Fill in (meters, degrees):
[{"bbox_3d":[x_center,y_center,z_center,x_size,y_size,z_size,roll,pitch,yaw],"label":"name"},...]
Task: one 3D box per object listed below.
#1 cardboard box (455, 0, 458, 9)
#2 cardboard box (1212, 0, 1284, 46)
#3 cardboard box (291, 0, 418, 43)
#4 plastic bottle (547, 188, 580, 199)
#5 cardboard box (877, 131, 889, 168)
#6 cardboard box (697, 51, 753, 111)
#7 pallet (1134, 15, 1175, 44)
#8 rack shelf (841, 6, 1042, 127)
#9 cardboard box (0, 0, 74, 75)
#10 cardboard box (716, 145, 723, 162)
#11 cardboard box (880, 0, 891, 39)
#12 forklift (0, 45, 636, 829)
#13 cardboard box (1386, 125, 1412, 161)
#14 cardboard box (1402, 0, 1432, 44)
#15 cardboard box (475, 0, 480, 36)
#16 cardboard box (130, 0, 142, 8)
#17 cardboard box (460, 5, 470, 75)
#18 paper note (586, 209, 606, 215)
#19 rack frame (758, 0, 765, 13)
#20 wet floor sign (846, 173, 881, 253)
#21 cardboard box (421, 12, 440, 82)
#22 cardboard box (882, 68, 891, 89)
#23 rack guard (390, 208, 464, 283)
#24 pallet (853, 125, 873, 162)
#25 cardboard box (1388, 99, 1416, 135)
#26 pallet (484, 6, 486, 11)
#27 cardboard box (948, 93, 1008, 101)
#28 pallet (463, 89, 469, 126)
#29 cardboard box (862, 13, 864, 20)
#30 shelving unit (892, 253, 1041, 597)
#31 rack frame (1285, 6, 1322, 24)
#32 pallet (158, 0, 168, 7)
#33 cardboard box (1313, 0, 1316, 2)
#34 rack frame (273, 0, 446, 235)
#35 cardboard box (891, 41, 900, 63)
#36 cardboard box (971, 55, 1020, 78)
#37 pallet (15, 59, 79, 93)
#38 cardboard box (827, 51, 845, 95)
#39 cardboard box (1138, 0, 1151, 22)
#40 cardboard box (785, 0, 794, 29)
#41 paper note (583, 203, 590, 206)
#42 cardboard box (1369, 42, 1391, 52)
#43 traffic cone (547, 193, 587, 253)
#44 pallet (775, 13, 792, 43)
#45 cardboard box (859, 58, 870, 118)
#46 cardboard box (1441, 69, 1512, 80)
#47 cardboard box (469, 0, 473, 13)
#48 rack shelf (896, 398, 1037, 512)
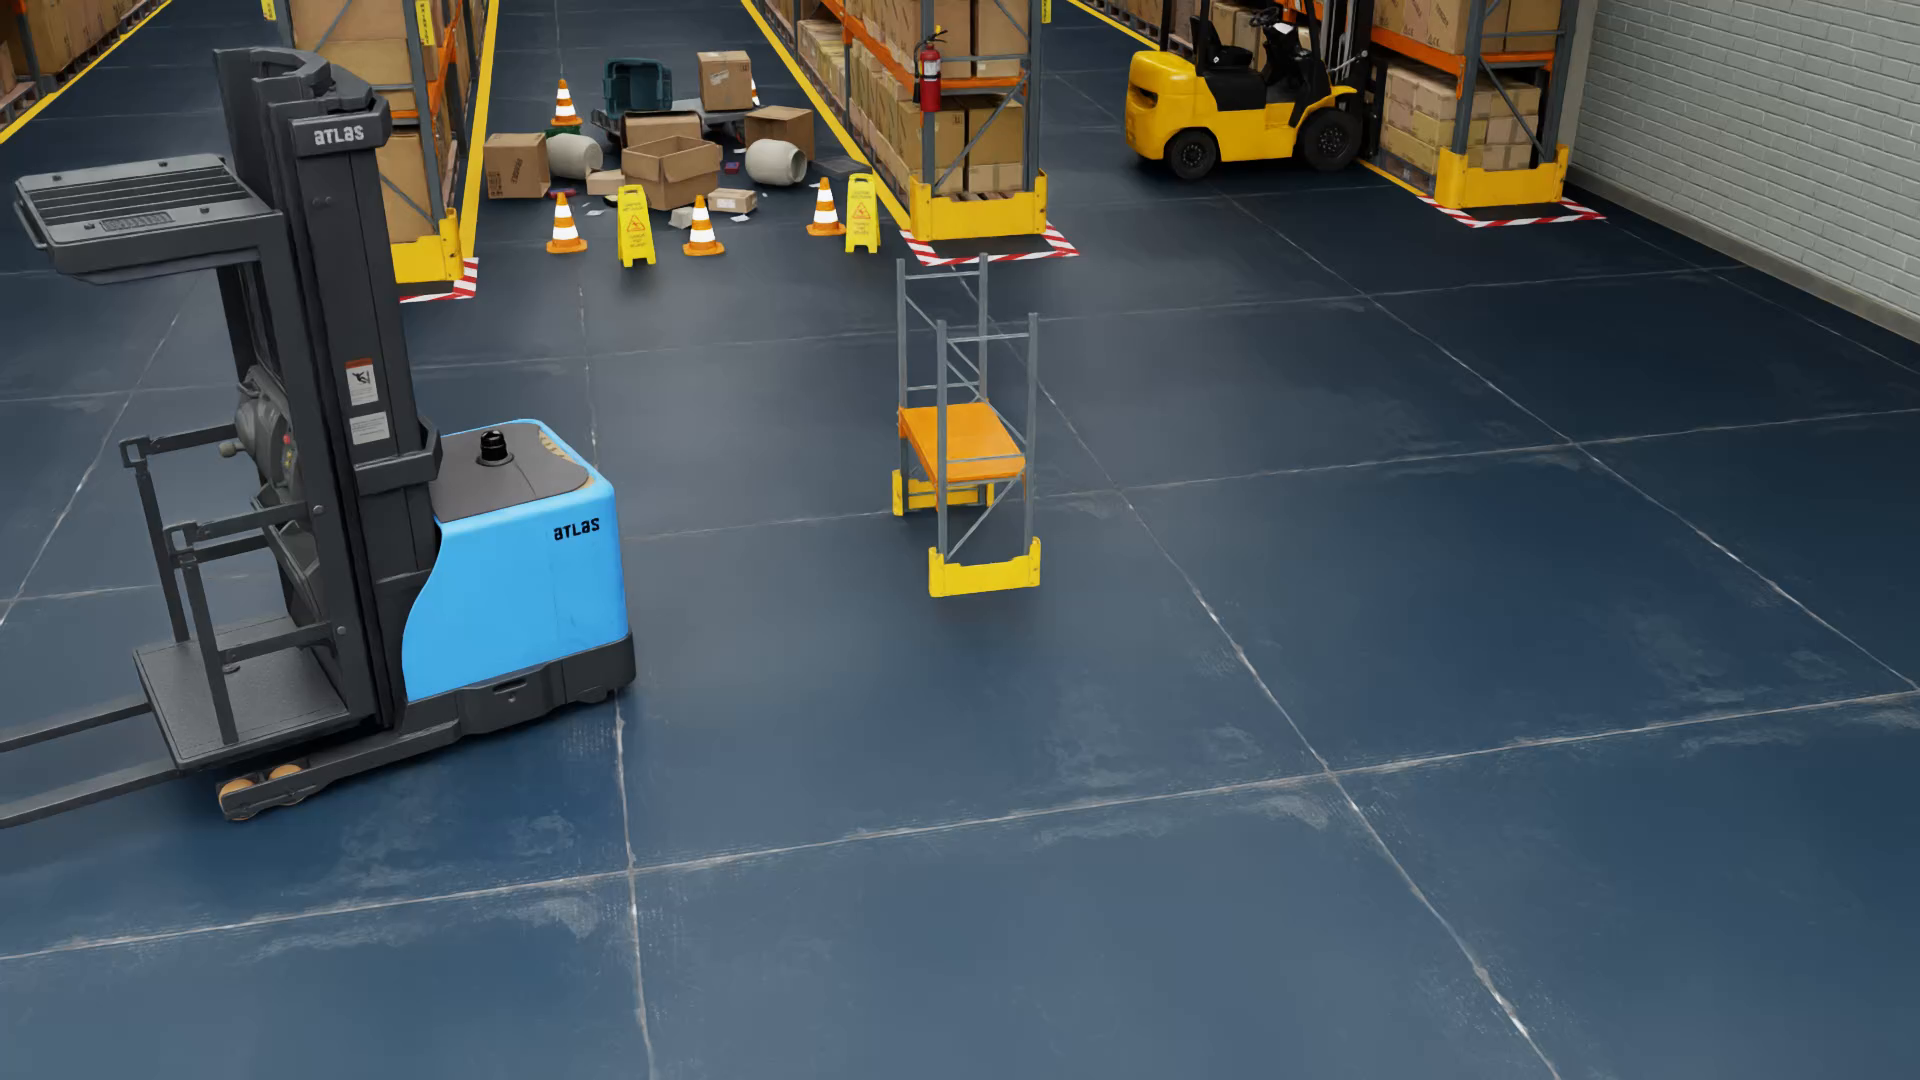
[{"bbox_3d":[-5.495,-5.747,17.197,0.500,0.500,0.500,-6,27,-11],"label":"cardboard box"},{"bbox_3d":[3.644,-6.302,20.576,0.875,0.625,0.625,-7,28,-14],"label":"cardboard box"},{"bbox_3d":[-4.668,-4.183,12.843,0.875,0.550,0.550,-6,27,-12],"label":"cardboard box"},{"bbox_3d":[-3.732,-3.265,15.651,0.283,0.061,0.133,-16,31,-29],"label":"plastic bottle"},{"bbox_3d":[-0.499,-3.759,15.954,0.500,0.250,0.500,-7,28,-13],"label":"cardboard box"},{"bbox_3d":[-2.451,-4.798,17.361,0.500,0.500,0.500,-6,27,-12],"label":"cardboard box"},{"bbox_3d":[3.078,-7.118,23.119,1.003,0.211,1.213,-6,27,-12],"label":"pallet"},{"bbox_3d":[-0.273,-4.571,15.775,1.077,0.370,4.000,-6,27,-12],"label":"rack shelf"},{"bbox_3d":[-11.416,-6.064,19.826,1.225,0.875,0.875,-7,28,-14],"label":"cardboard box"},{"bbox_3d":[-2.632,-3.974,16.828,0.396,0.266,0.258,19,32,32],"label":"cardboard box"},{"bbox_3d":[-0.431,-4.842,15.073,0.500,0.500,0.500,-6,27,-12],"label":"cardboard box"},{"bbox_3d":[-3.037,-0.412,6.813,3.031,2.935,1.130,-16,31,-29],"label":"forklift"},{"bbox_3d":[4.496,-3.873,16.180,0.500,0.250,0.500,-6,27,-12],"label":"cardboard box"},{"bbox_3d":[4.538,-4.982,15.681,0.500,0.500,0.500,-5,27,-10],"label":"cardboard box"},{"bbox_3d":[-6.573,-6.832,21.765,0.500,0.500,0.500,-7,28,-13],"label":"cardboard box"},{"bbox_3d":[-12.456,-8.208,24.074,0.875,0.875,0.875,-6,27,-12],"label":"cardboard box"},{"bbox_3d":[-6.376,-5.886,19.612,1.050,0.750,0.750,-6,27,-12],"label":"cardboard box"},{"bbox_3d":[-3.312,-2.983,15.128,0.144,0.017,0.142,3,27,6],"label":"paper note"},{"bbox_3d":[-2.527,-9.282,24.311,1.000,3.000,0.127,-6,27,-12],"label":"rack frame"},{"bbox_3d":[-0.822,-2.771,14.024,0.267,0.644,0.232,3,27,6],"label":"wet floor sign"},{"bbox_3d":[-4.899,-4.190,14.056,0.875,0.550,0.550,-6,27,-12],"label":"cardboard box"},{"bbox_3d":[-0.517,-4.304,15.482,0.380,0.149,0.250,-5,27,-9],"label":"cardboard box"},{"bbox_3d":[-4.617,-2.340,13.332,1.175,0.500,0.348,-6,27,-12],"label":"rack guard"},{"bbox_3d":[-0.538,-4.234,17.404,1.003,0.211,1.213,-6,27,-12],"label":"pallet"},{"bbox_3d":[4.496,-4.106,16.087,0.500,0.250,0.500,-6,27,-12],"label":"cardboard box"},{"bbox_3d":[-7.513,-7.781,24.432,1.003,0.211,1.213,-6,27,-12],"label":"pallet"},{"bbox_3d":[0.137,-3.930,15.461,0.500,0.500,0.500,-7,28,-14],"label":"cardboard box"},{"bbox_3d":[-6.050,-4.846,18.616,1.003,0.211,1.213,-6,27,-12],"label":"pallet"},{"bbox_3d":[-0.769,-5.268,16.636,0.380,0.149,0.250,-6,27,-12],"label":"cardboard box"},{"bbox_3d":[0.017,-0.636,8.846,0.587,1.500,1.083,-6,27,-12],"label":"shelving unit"},{"bbox_3d":[4.111,-6.276,18.354,1.000,3.000,0.127,-6,27,-12],"label":"rack frame"},{"bbox_3d":[-12.827,-8.444,25.745,1.003,0.211,1.213,-6,27,-12],"label":"pallet"},{"bbox_3d":[3.957,-6.099,17.893,0.500,0.500,0.500,-7,28,-13],"label":"cardboard box"},{"bbox_3d":[-4.622,-3.467,12.790,1.000,3.000,0.127,-6,27,-12],"label":"rack frame"},{"bbox_3d":[-0.405,-4.369,14.856,0.380,0.149,0.250,-5,27,-11],"label":"cardboard box"},{"bbox_3d":[0.303,-4.072,14.267,0.380,0.149,0.250,-6,27,-11],"label":"cardboard box"},{"bbox_3d":[-11.385,-5.629,20.167,1.003,0.211,1.213,-6,27,-12],"label":"pallet"},{"bbox_3d":[-1.010,-5.330,18.930,0.950,0.372,0.625,-4,27,-8],"label":"cardboard box"},{"bbox_3d":[2.802,-7.488,23.064,0.500,0.500,0.500,-6,27,-12],"label":"cardboard box"},{"bbox_3d":[-1.897,-7.469,22.610,0.875,0.875,0.875,-6,27,-11],"label":"cardboard box"},{"bbox_3d":[-3.459,-3.105,15.391,0.032,0.001,0.123,8,28,15],"label":"paper note"},{"bbox_3d":[4.143,-4.995,17.293,0.500,0.250,0.500,-5,27,-10],"label":"cardboard box"},{"bbox_3d":[-3.359,-2.712,14.109,0.336,0.463,0.334,-6,27,-12],"label":"traffic cone"},{"bbox_3d":[-2.001,-7.169,23.220,1.003,0.211,1.213,-6,27,-12],"label":"pallet"},{"bbox_3d":[-0.722,-4.544,16.678,0.500,0.500,0.500,-5,27,-10],"label":"cardboard box"},{"bbox_3d":[4.973,-4.375,16.065,0.500,0.250,0.500,-6,27,-12],"label":"cardboard box"},{"bbox_3d":[-6.345,-6.713,20.696,0.500,0.250,0.500,-7,28,-14],"label":"cardboard box"},{"bbox_3d":[0.019,-0.472,8.919,0.538,0.185,1.000,-6,27,-12],"label":"rack shelf"}]
